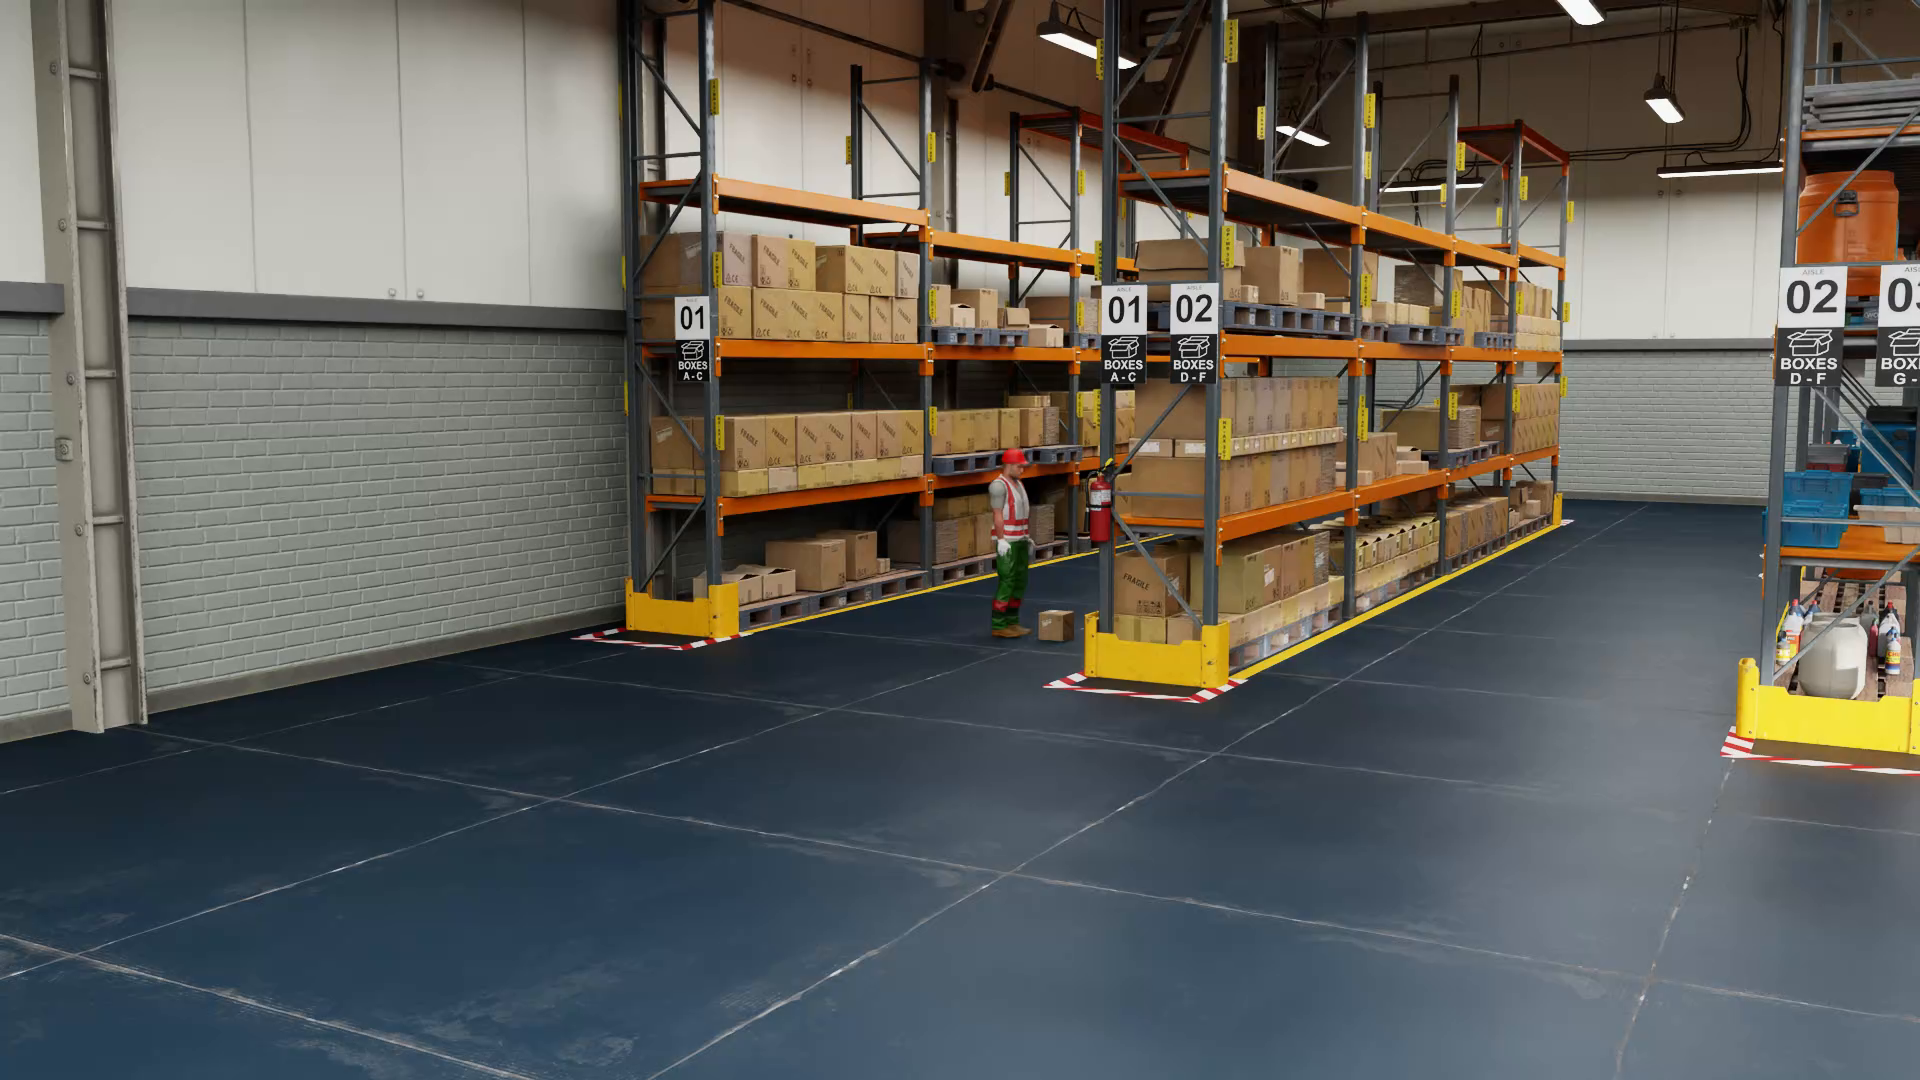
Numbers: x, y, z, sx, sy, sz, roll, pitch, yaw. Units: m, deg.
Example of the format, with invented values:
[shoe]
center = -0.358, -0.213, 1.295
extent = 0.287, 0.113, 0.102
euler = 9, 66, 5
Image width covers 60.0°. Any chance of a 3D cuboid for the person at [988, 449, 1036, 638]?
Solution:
[person]
center = 0.492, 0.023, 15.803
extent = 0.351, 1.782, 0.528
euler = 3, 7, 30
